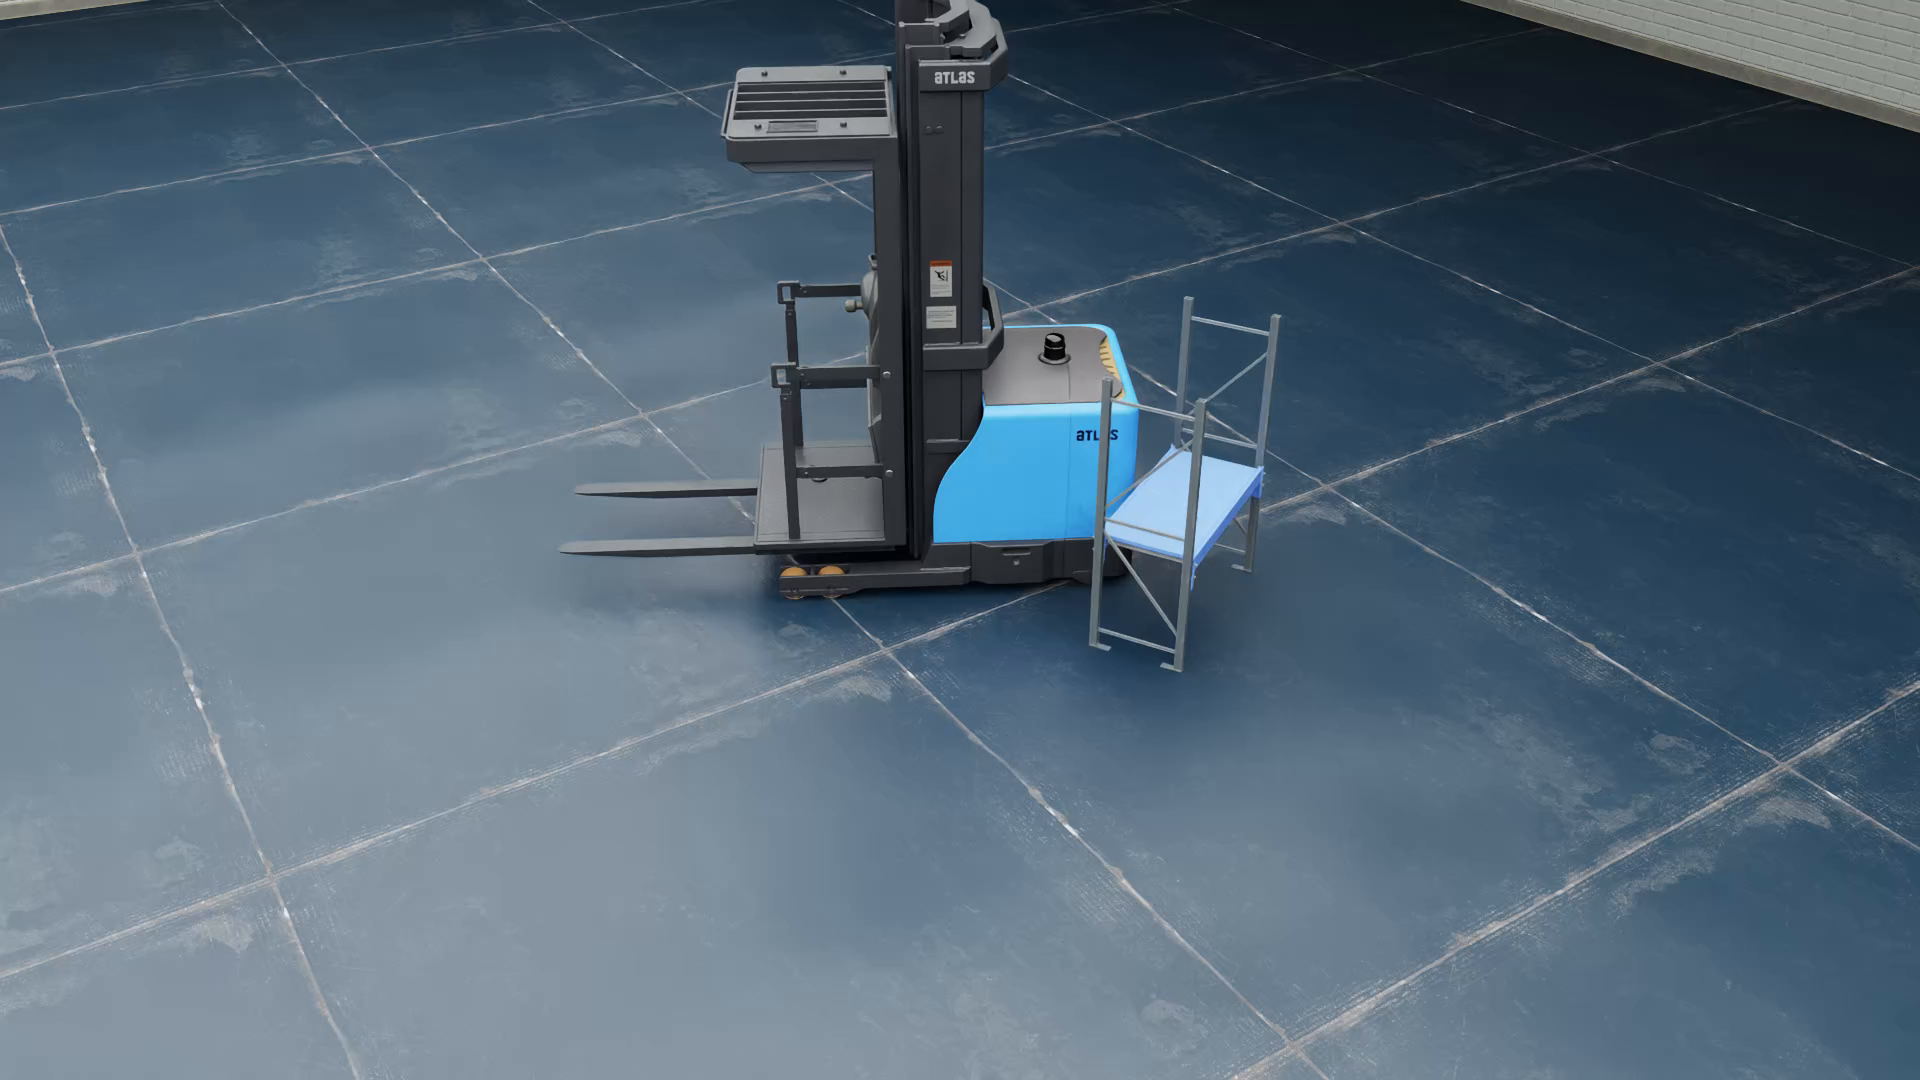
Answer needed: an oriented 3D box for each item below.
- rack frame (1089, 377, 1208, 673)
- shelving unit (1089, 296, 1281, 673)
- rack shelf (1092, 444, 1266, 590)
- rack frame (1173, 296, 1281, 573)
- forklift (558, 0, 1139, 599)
[{"bbox_3d":[0.879,-0.047,7.918,0.500,1.500,0.032,16,36,23],"label":"rack frame"},{"bbox_3d":[1.117,-0.286,8.298,0.538,1.500,1.048,16,36,23],"label":"shelving unit"},{"bbox_3d":[1.117,-0.134,8.394,0.538,0.185,1.000,16,36,23],"label":"rack shelf"},{"bbox_3d":[1.355,-0.526,8.678,0.500,1.500,0.032,16,36,23],"label":"rack frame"},{"bbox_3d":[-0.621,-1.219,8.435,3.031,2.935,1.130,-2,32,-3],"label":"forklift"}]
